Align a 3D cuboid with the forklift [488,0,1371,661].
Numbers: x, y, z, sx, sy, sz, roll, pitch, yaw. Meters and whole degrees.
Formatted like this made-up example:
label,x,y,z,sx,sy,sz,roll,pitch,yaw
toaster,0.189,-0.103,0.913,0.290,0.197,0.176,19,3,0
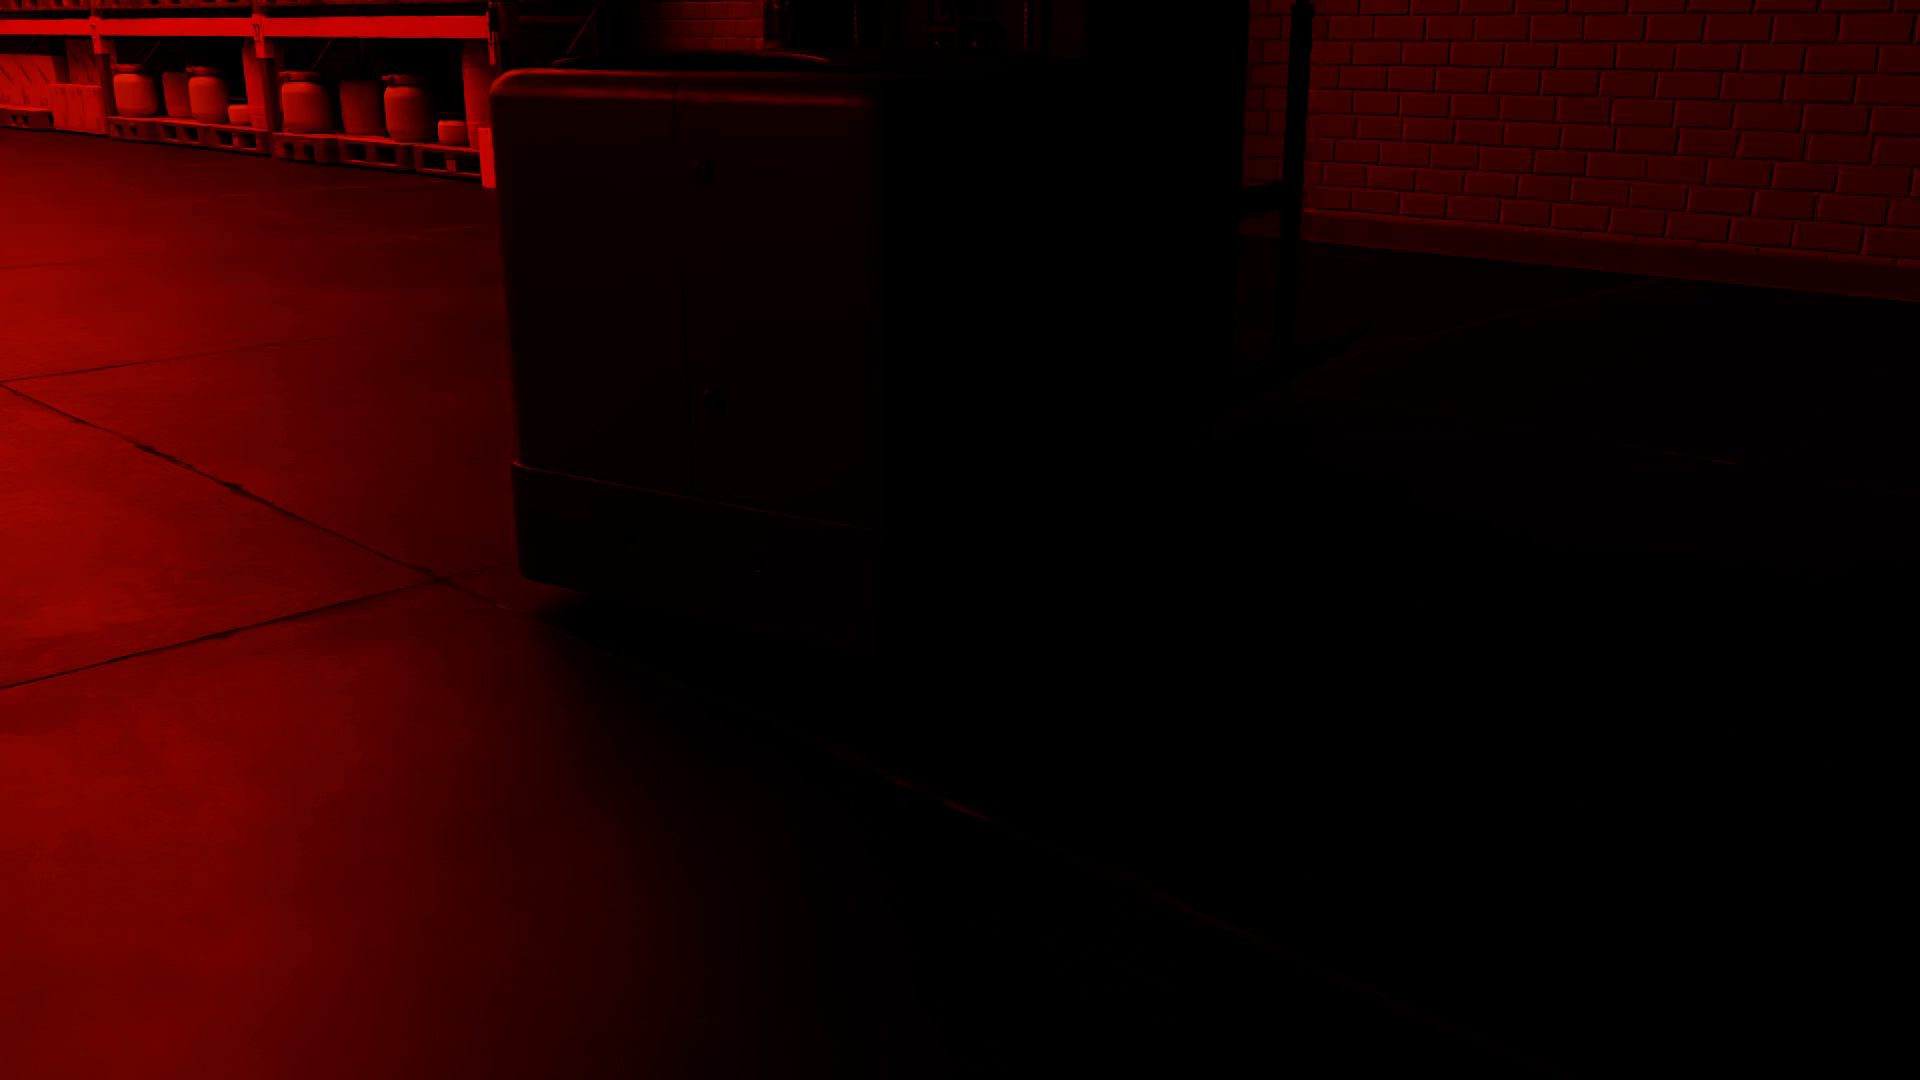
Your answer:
label,x,y,z,sx,sy,sz,roll,pitch,yaw
forklift,0.276,-1.566,3.998,1.130,2.935,3.031,10,20,29
